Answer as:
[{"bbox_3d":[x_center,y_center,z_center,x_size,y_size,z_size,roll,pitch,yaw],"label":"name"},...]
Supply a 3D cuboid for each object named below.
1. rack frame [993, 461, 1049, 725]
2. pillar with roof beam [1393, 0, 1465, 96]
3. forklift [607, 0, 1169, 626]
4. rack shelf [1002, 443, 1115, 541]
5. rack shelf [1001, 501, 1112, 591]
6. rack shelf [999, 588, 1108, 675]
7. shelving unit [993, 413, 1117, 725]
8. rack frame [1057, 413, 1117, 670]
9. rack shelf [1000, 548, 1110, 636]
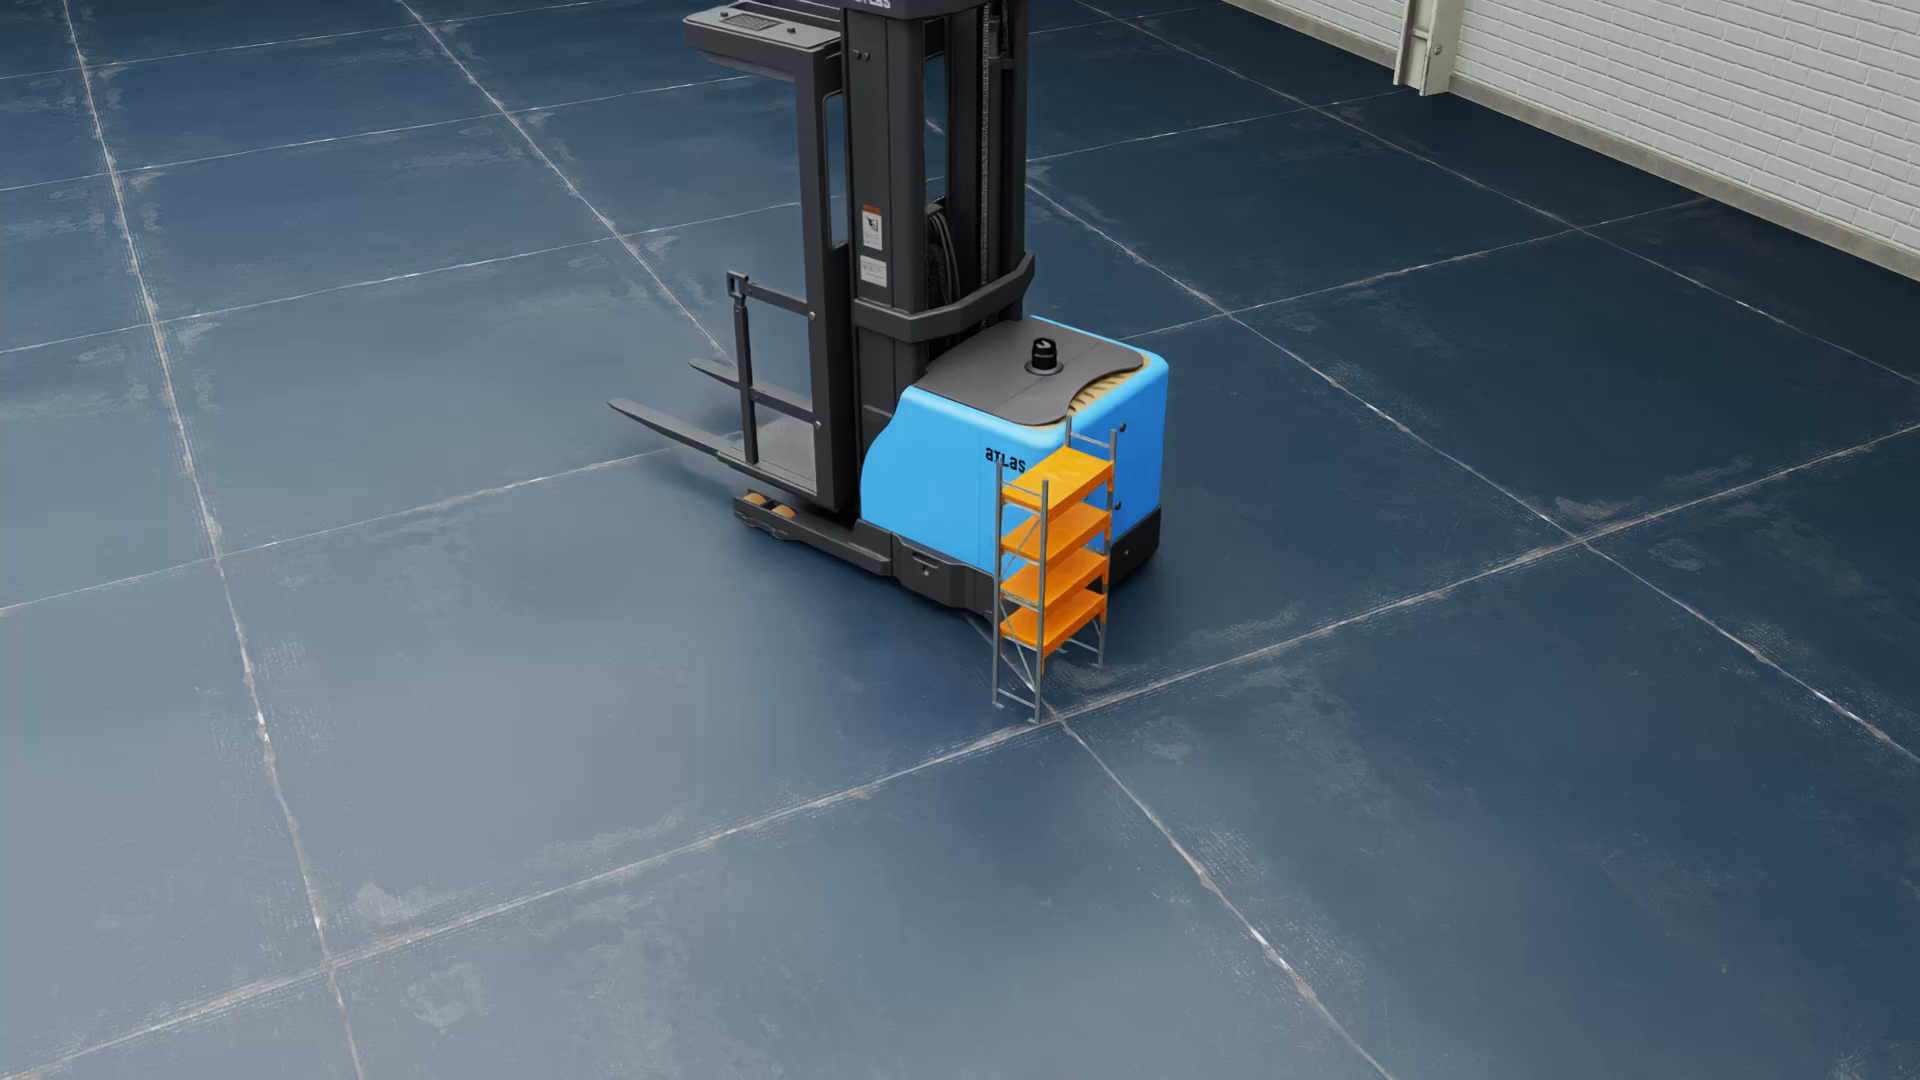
[{"bbox_3d":[0.241,0.236,6.769,0.240,1.200,0.015,22,39,30],"label":"rack frame"},{"bbox_3d":[0.175,-6.616,10.234,9.100,9.000,0.400,-16,36,-23],"label":"pillar with roof beam"},{"bbox_3d":[-0.511,-1.440,7.781,3.031,2.935,1.130,23,39,31],"label":"forklift"},{"bbox_3d":[0.388,-0.200,6.721,0.258,0.148,0.480,22,39,30],"label":"rack shelf"},{"bbox_3d":[0.388,0.000,6.848,0.258,0.148,0.480,22,39,30],"label":"rack shelf"},{"bbox_3d":[0.388,0.355,7.076,0.258,0.148,0.480,22,39,30],"label":"rack shelf"},{"bbox_3d":[0.388,0.131,6.933,0.258,1.200,0.503,22,39,30],"label":"shelving unit"},{"bbox_3d":[0.535,0.026,7.097,0.240,1.200,0.015,22,39,30],"label":"rack frame"},{"bbox_3d":[0.388,0.188,6.969,0.258,0.148,0.480,22,39,30],"label":"rack shelf"}]
